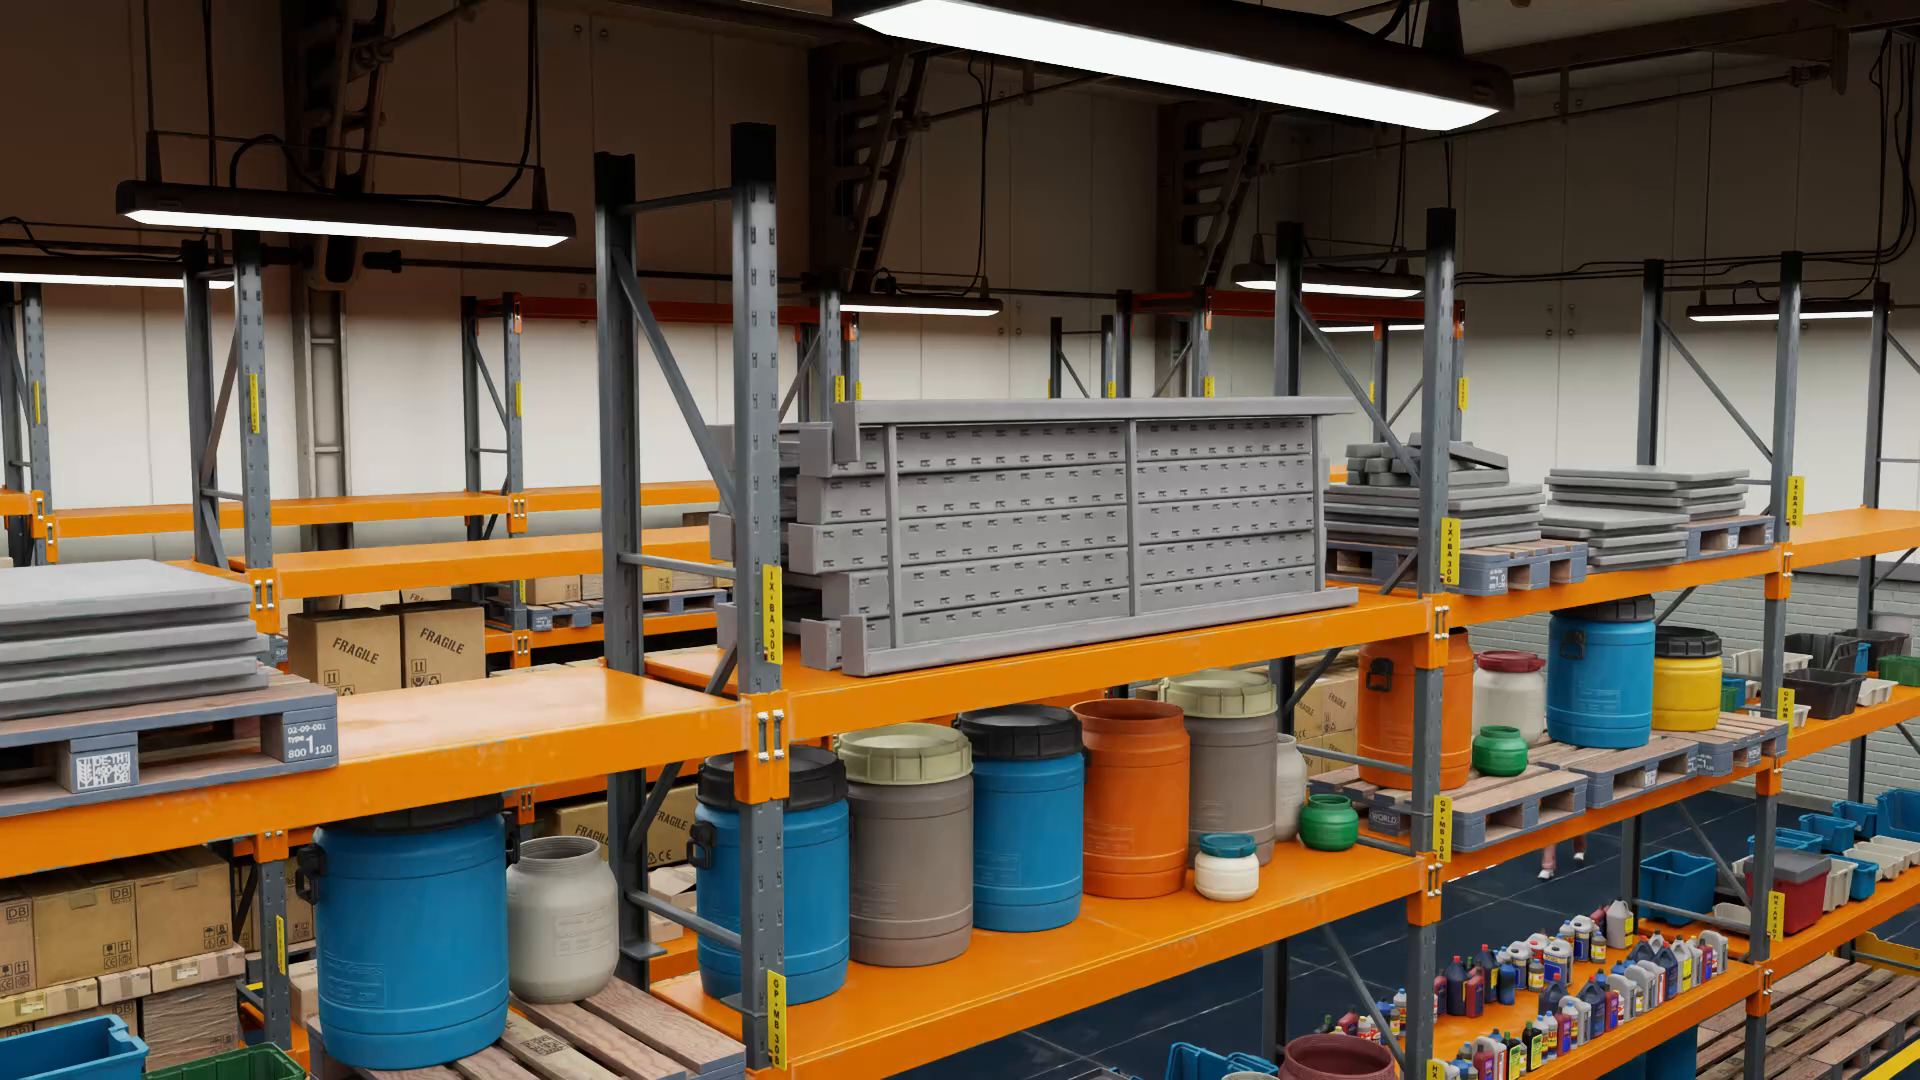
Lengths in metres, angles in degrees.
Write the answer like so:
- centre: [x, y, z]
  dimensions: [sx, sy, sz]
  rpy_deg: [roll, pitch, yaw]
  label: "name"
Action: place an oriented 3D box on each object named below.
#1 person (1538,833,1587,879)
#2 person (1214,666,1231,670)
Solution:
- centre: [6.380, 2.687, 17.471]
  dimensions: [0.430, 1.622, 1.033]
  rpy_deg: [4, 6, 33]
  label: "person"
- centre: [3.287, 2.333, 21.032]
  dimensions: [1.068, 1.666, 0.566]
  rpy_deg: [-5, 7, -44]
  label: "person"
